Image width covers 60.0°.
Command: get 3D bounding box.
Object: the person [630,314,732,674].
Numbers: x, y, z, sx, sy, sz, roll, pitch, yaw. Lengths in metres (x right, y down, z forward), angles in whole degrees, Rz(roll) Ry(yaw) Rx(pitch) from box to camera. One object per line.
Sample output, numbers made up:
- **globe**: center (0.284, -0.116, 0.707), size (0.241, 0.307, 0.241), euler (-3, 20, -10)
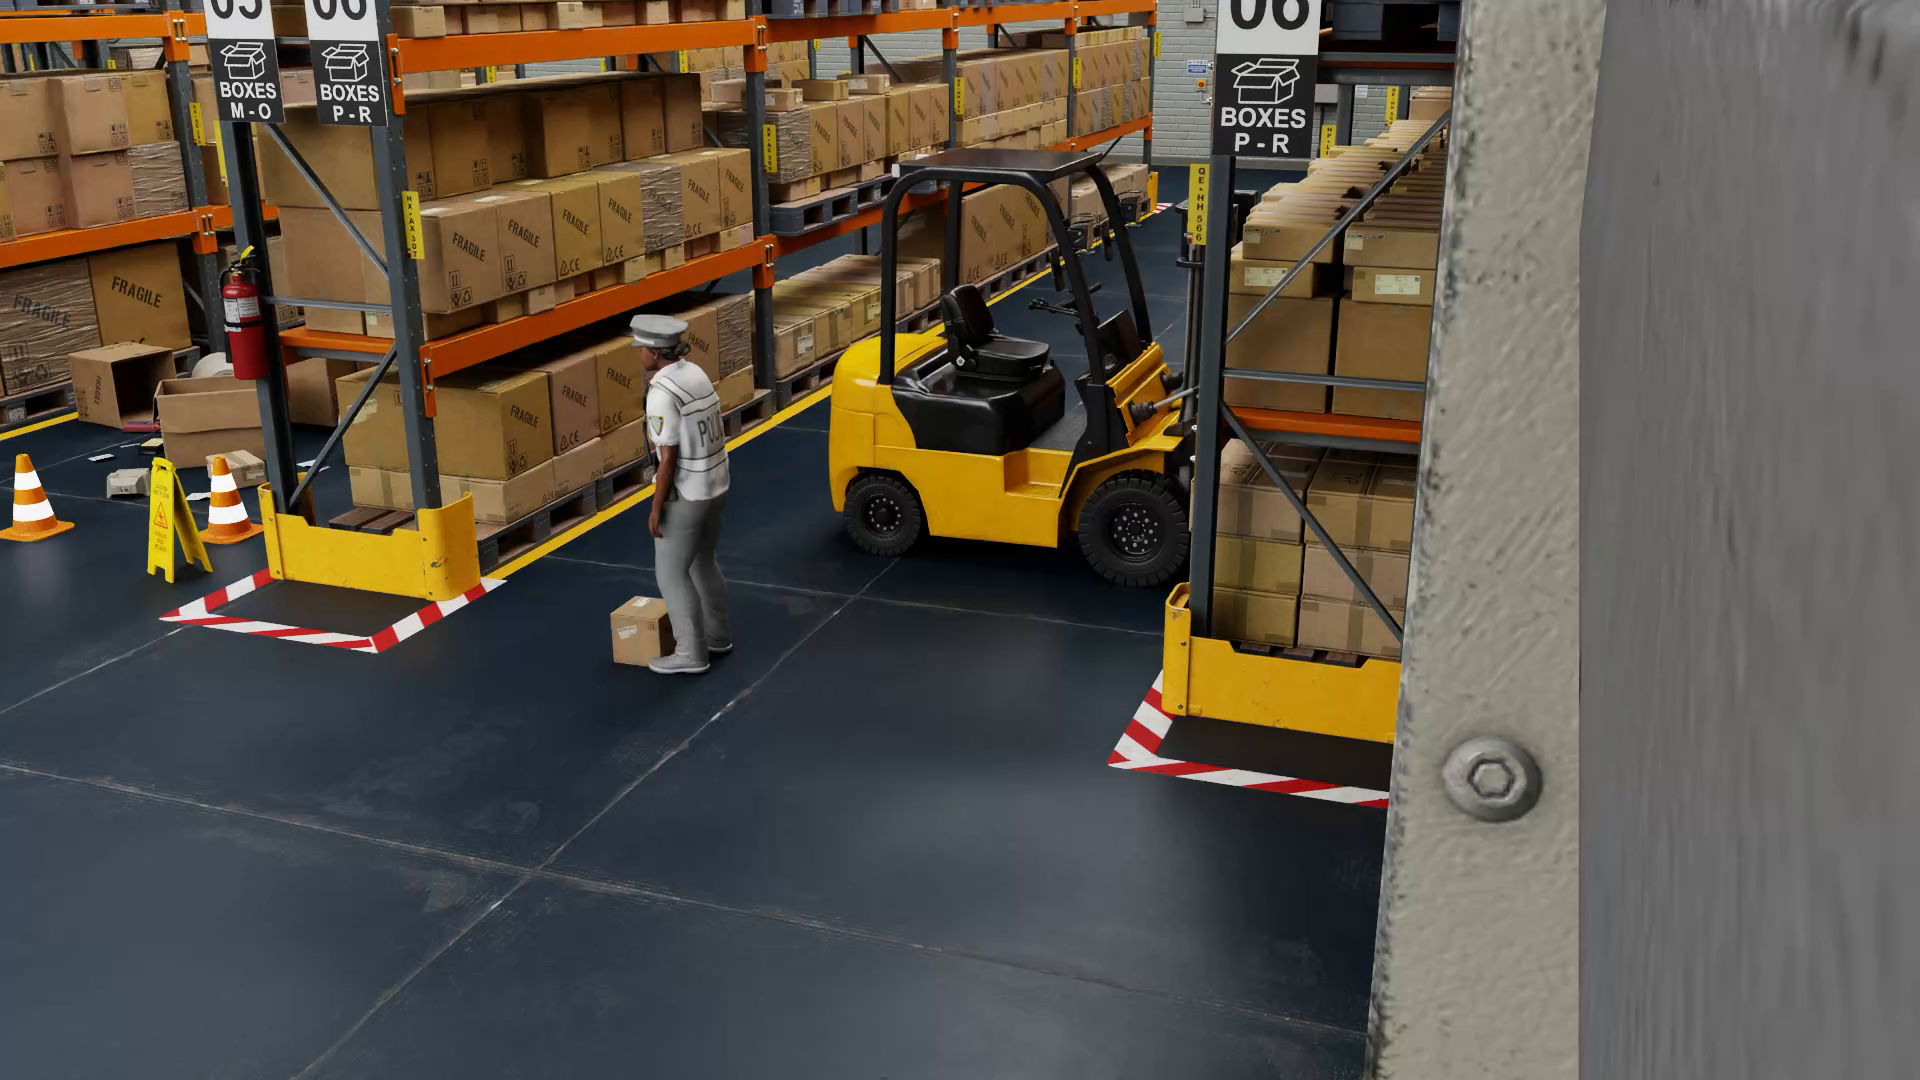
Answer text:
- **person**: center (-1.267, -0.207, 7.641), size (0.396, 1.661, 0.525), euler (6, 20, 16)
